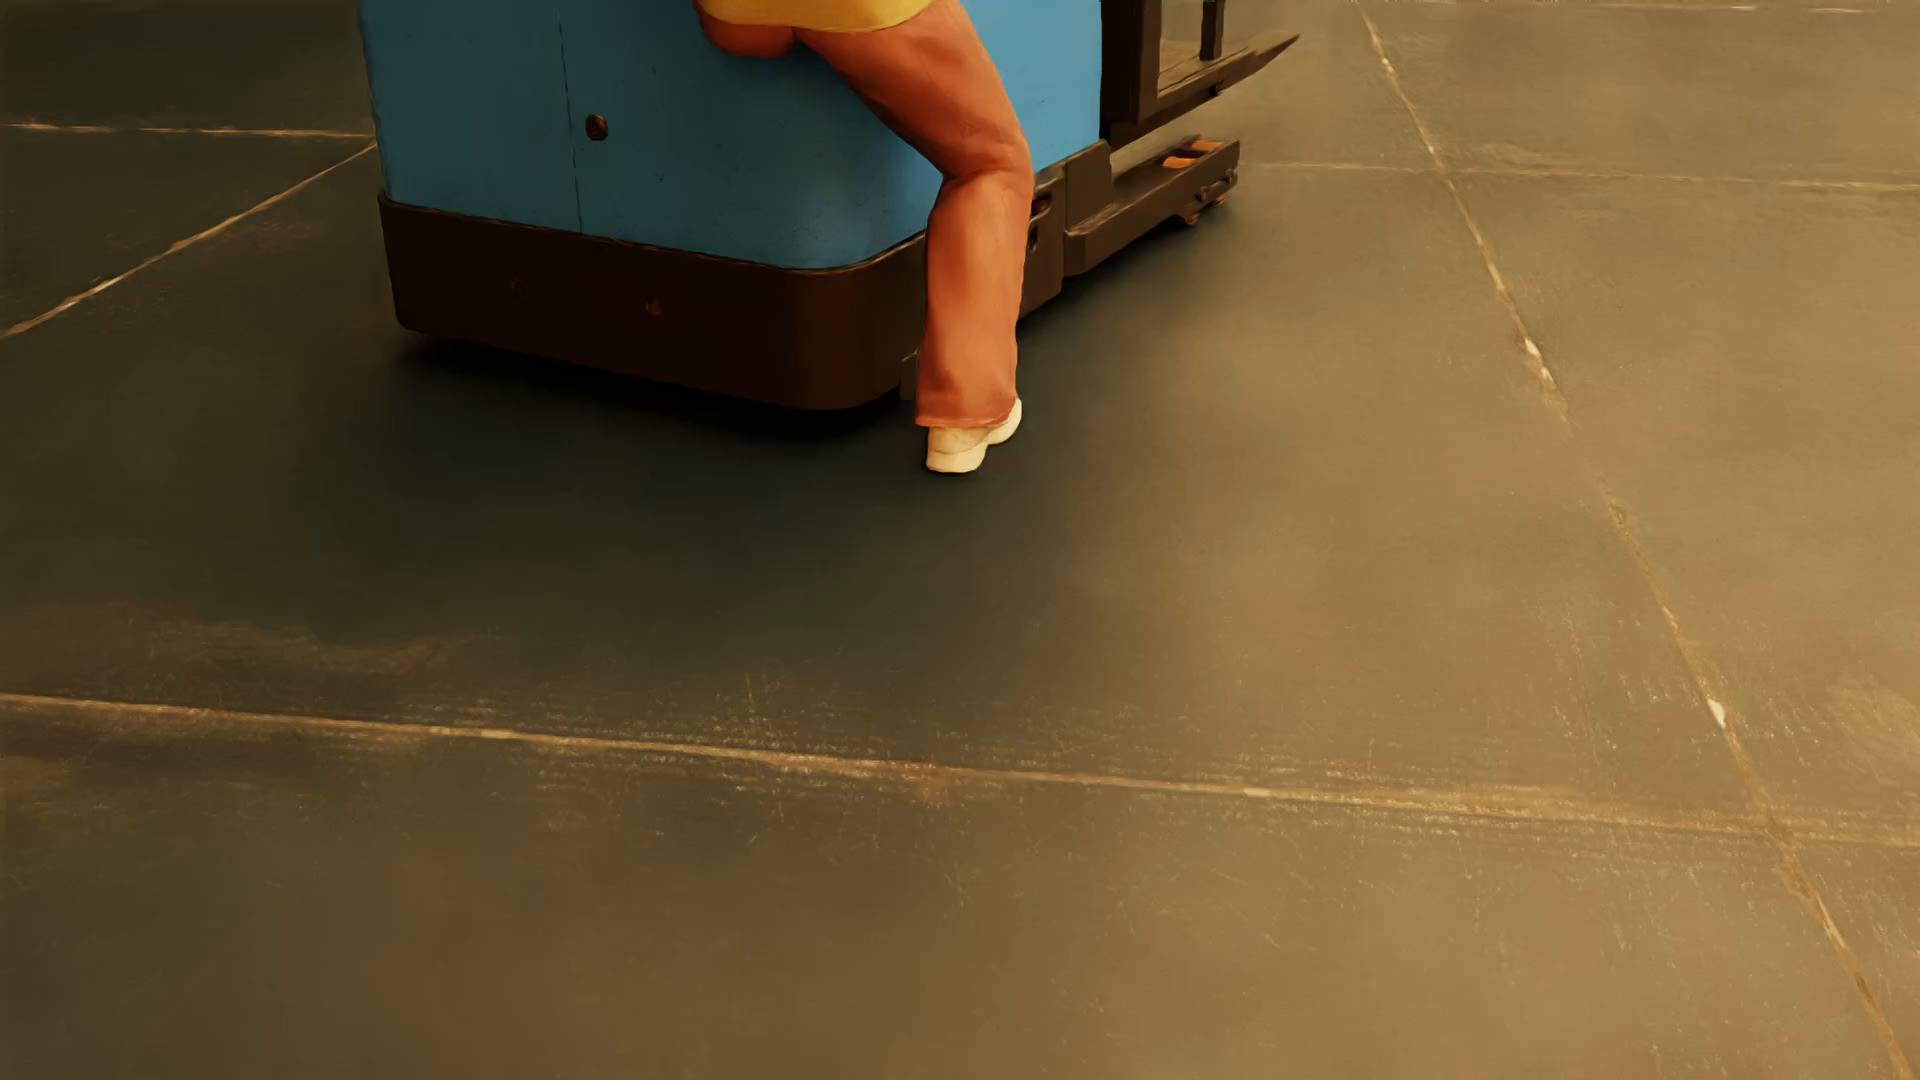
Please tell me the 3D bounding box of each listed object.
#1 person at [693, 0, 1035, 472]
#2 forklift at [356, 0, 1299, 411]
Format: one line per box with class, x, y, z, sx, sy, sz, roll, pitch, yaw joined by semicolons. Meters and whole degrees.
person;-0.215;-0.886;2.543;0.761;1.548;0.593;6;27;11
forklift;0.047;-2.152;3.531;1.130;2.935;3.031;13;29;24
